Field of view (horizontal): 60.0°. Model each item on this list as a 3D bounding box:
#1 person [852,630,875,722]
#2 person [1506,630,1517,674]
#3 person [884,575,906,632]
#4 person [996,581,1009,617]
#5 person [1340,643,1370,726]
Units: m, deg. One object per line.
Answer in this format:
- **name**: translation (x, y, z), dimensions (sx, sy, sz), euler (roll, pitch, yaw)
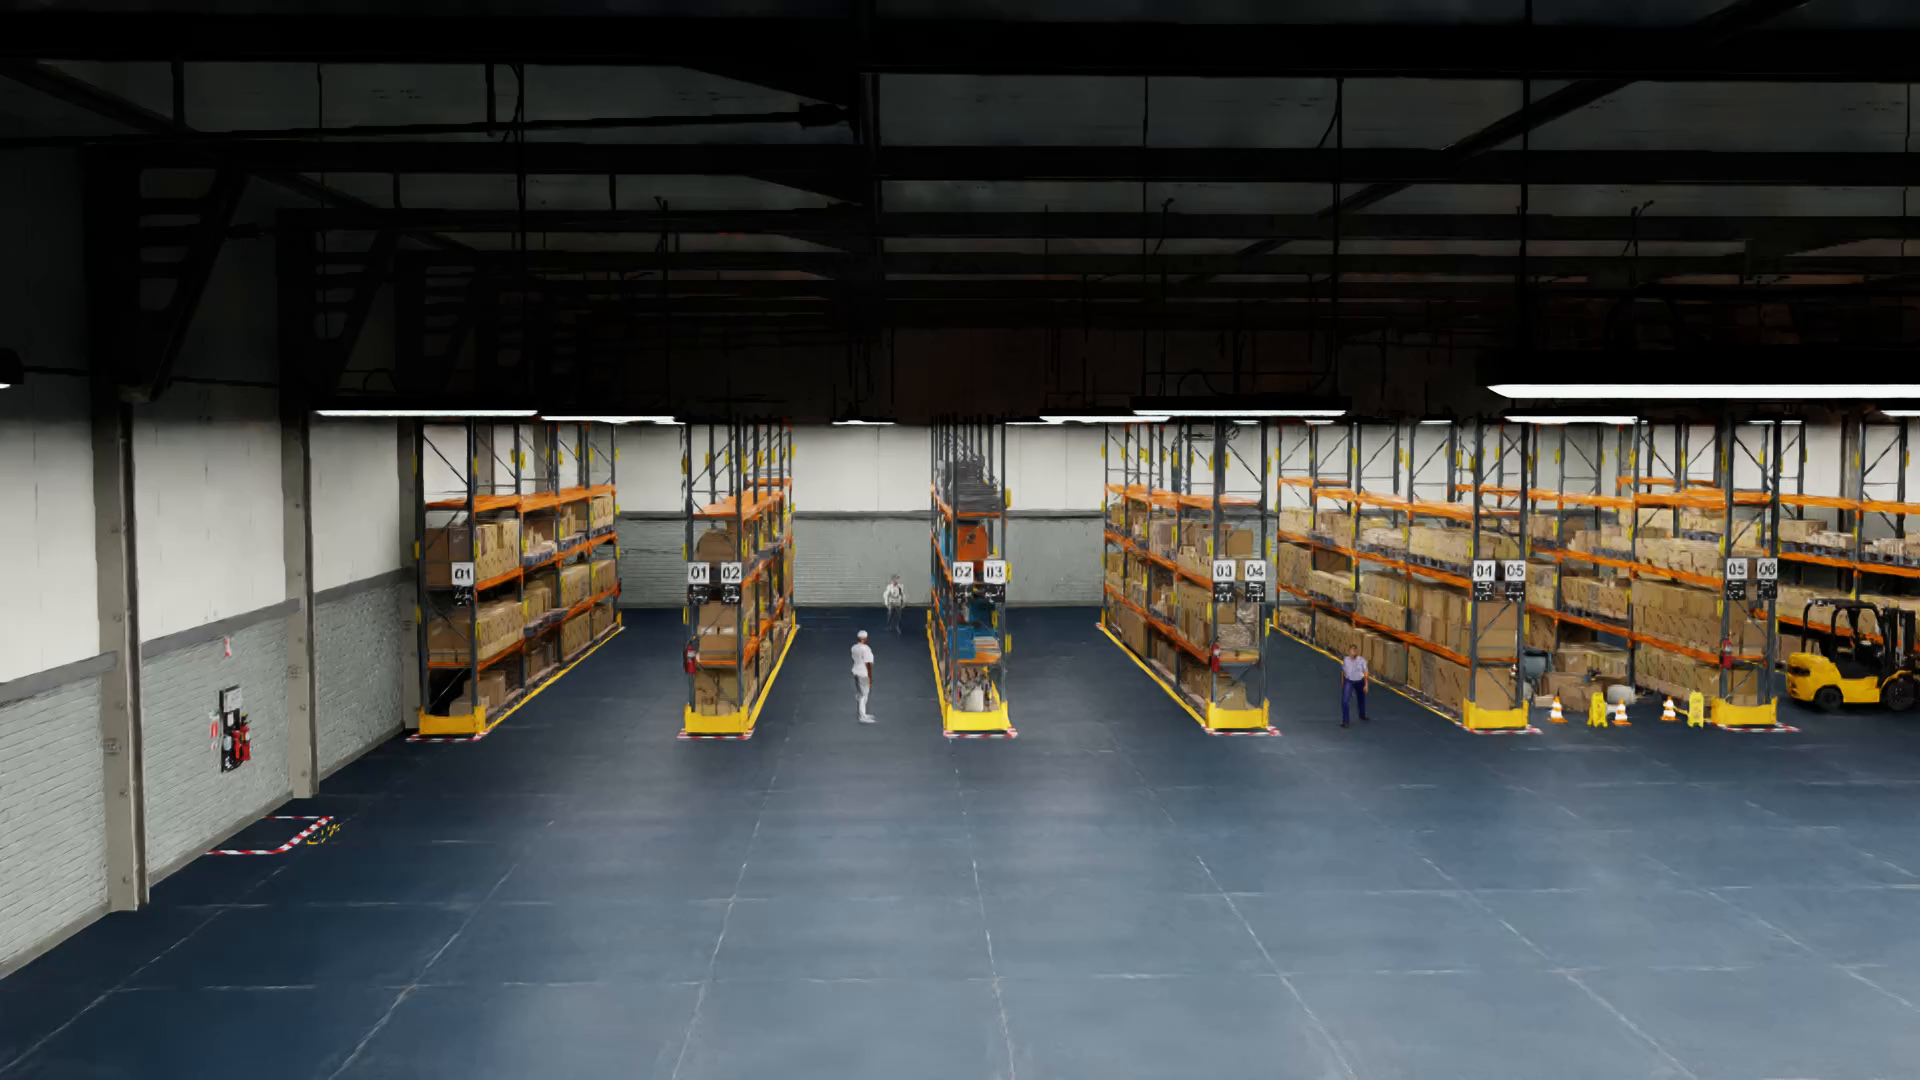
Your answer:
- **person**: translation (-1.850, 2.622, 32.329), dimensions (0.447, 1.771, 0.632), euler (-2, 5, -32)
- **person**: translation (12.551, 2.298, 37.932), dimensions (0.560, 1.649, 0.600), euler (2, 4, 27)
- **person**: translation (-1.812, 1.760, 46.385), dimensions (0.639, 1.631, 0.507), euler (0, 4, -4)
- **person**: translation (1.176, 1.488, 49.918), dimensions (0.454, 1.659, 0.642), euler (2, 4, 26)
- **person**: translation (7.588, 2.757, 31.905), dimensions (0.534, 1.582, 0.938), euler (1, 4, 19)
